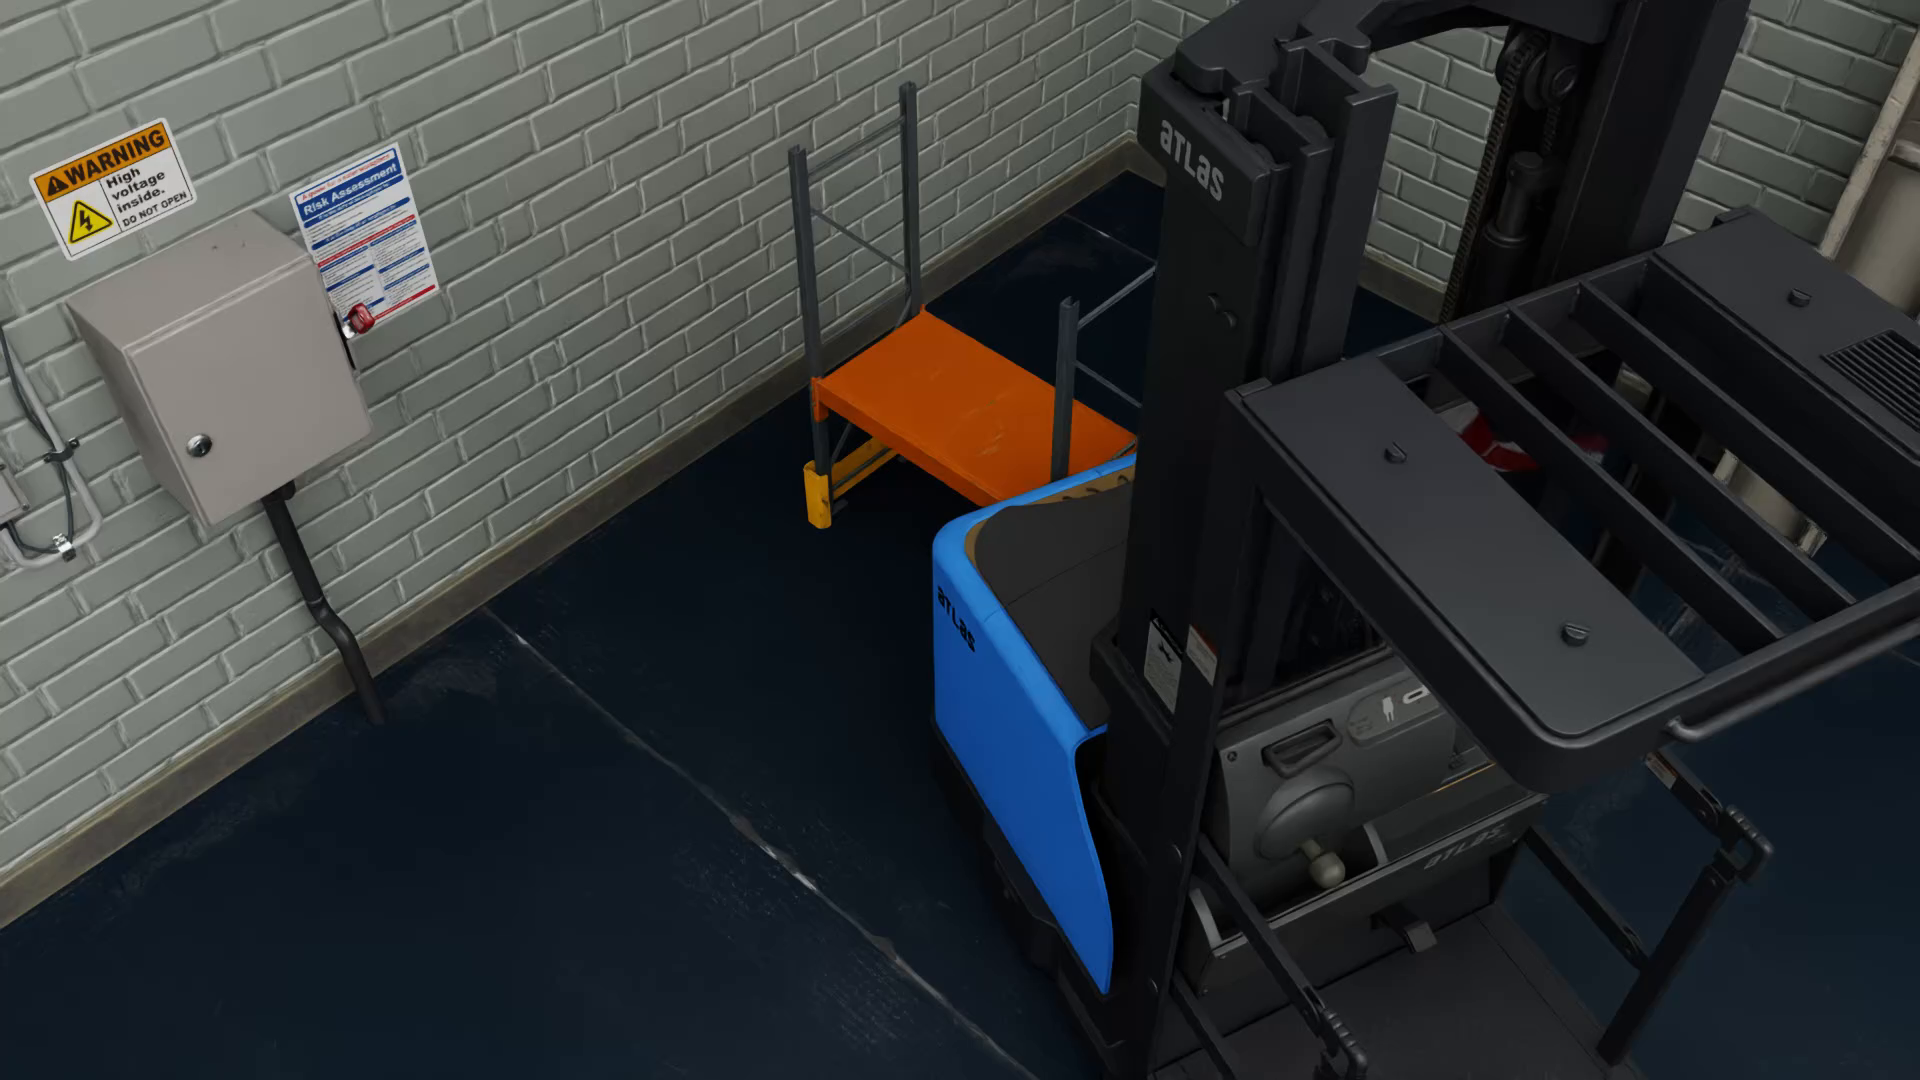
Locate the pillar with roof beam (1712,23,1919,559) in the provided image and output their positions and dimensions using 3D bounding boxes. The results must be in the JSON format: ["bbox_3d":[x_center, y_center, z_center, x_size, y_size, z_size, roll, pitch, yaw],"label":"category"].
[{"bbox_3d":[-0.086,-0.862,0.387,0.400,9.000,9.100,34,55,28],"label":"pillar with roof beam"}]

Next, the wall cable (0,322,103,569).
[{"bbox_3d":[-2.366,-0.527,3.490,0.122,1.984,0.588,34,55,28],"label":"wall cable"}]

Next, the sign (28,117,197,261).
[{"bbox_3d":[-1.978,-0.822,3.898,0.001,0.242,0.339,34,55,28],"label":"sign"}]

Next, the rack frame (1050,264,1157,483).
[{"bbox_3d":[0.436,-0.220,4.928,0.032,1.500,0.500,34,55,28],"label":"rack frame"}]

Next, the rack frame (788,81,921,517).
[{"bbox_3d":[-0.311,-0.723,5.400,0.032,1.500,0.500,34,55,28],"label":"rack frame"}]

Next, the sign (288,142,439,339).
[{"bbox_3d":[-1.605,-0.801,4.510,0.001,0.494,0.329,34,55,28],"label":"sign"}]

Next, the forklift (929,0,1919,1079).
[{"bbox_3d":[1.026,0.496,3.273,1.130,2.935,3.031,-20,50,-18],"label":"forklift"}]

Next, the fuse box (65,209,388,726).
[{"bbox_3d":[-1.788,-0.026,4.600,0.414,1.711,0.539,34,55,28],"label":"fuse box"}]

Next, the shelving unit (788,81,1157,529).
[{"bbox_3d":[0.056,-0.476,5.168,1.083,1.500,0.587,34,55,28],"label":"shelving unit"}]

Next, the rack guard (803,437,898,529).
[{"bbox_3d":[-0.310,-0.294,5.855,0.087,0.250,0.587,34,55,28],"label":"rack guard"}]

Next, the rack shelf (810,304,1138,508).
[{"bbox_3d":[0.063,-0.348,5.295,1.000,0.185,0.538,34,55,28],"label":"rack shelf"}]
